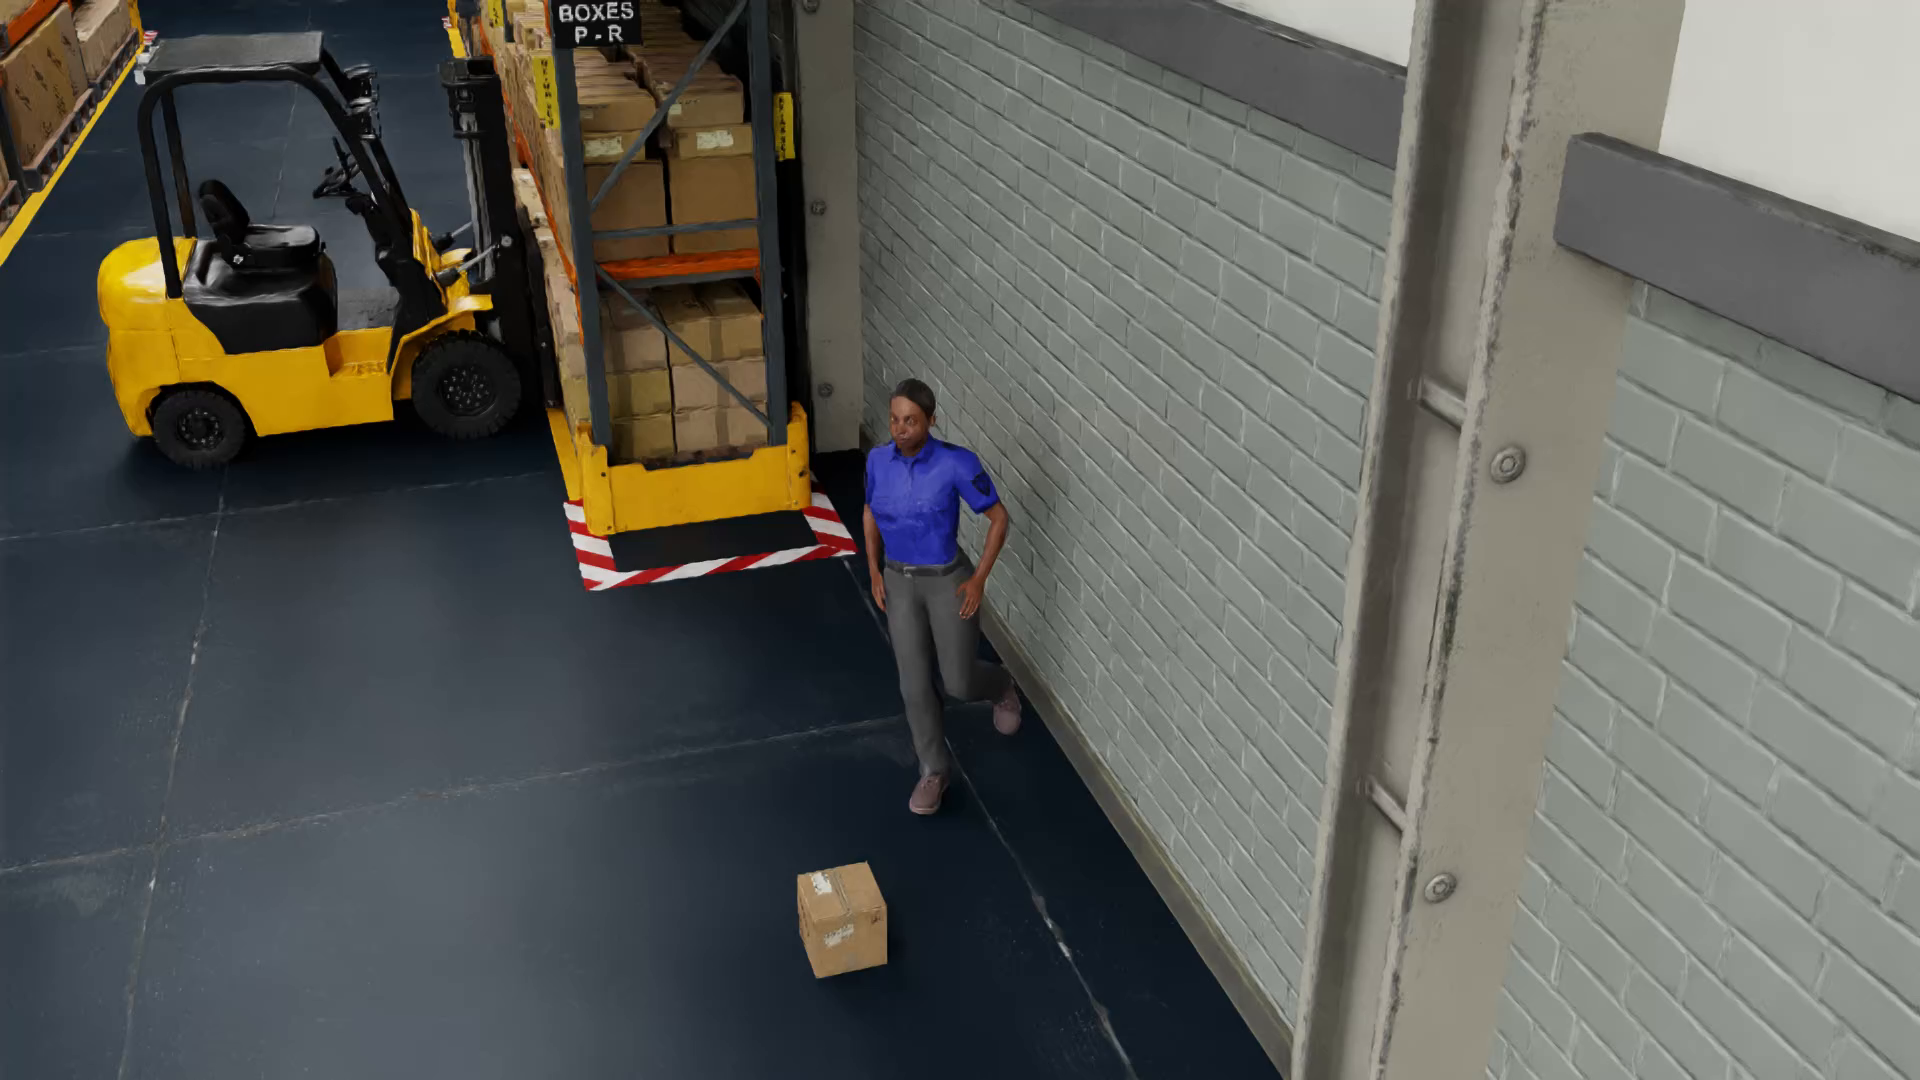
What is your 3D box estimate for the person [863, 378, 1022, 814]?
[{"bbox_3d":[-0.117,0.164,6.279,0.586,1.634,0.720,10,28,20],"label":"person"}]
